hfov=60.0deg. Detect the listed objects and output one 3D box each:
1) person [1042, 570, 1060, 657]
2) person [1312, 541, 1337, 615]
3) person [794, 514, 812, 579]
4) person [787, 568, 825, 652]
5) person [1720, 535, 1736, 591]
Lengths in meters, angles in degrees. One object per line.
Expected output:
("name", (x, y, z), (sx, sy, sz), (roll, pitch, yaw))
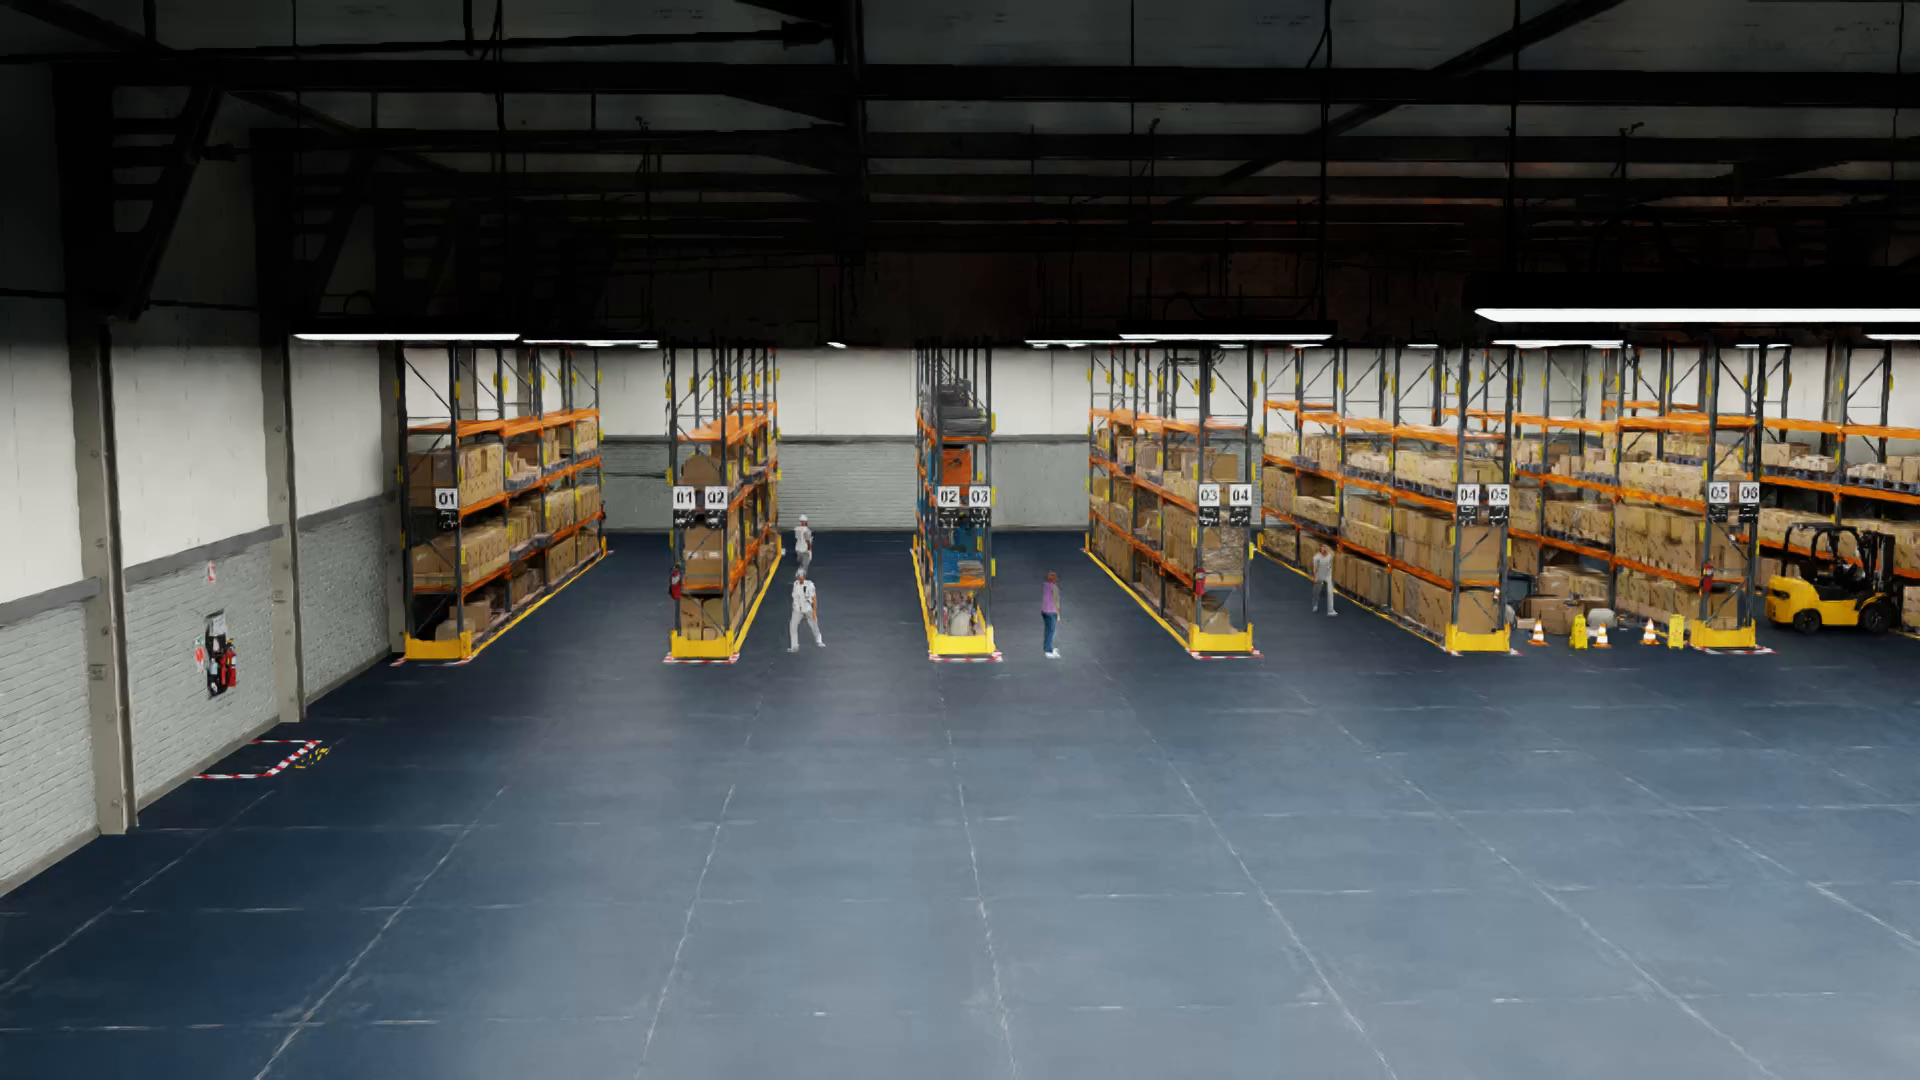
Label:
("person", (1.733, 1.370, 31.249), (0.419, 1.603, 0.504), (-4, 8, -31))
("person", (7.900, 0.866, 36.219), (0.443, 1.472, 1.110), (0, 6, -1))
("person", (-3.725, 0.271, 40.072), (0.457, 1.783, 0.618), (-4, 8, -34))
("person", (-2.948, 1.317, 31.813), (0.527, 1.599, 0.934), (2, 7, 18))
("person", (16.487, 0.768, 35.834), (0.550, 1.763, 0.678), (3, 7, 23))
